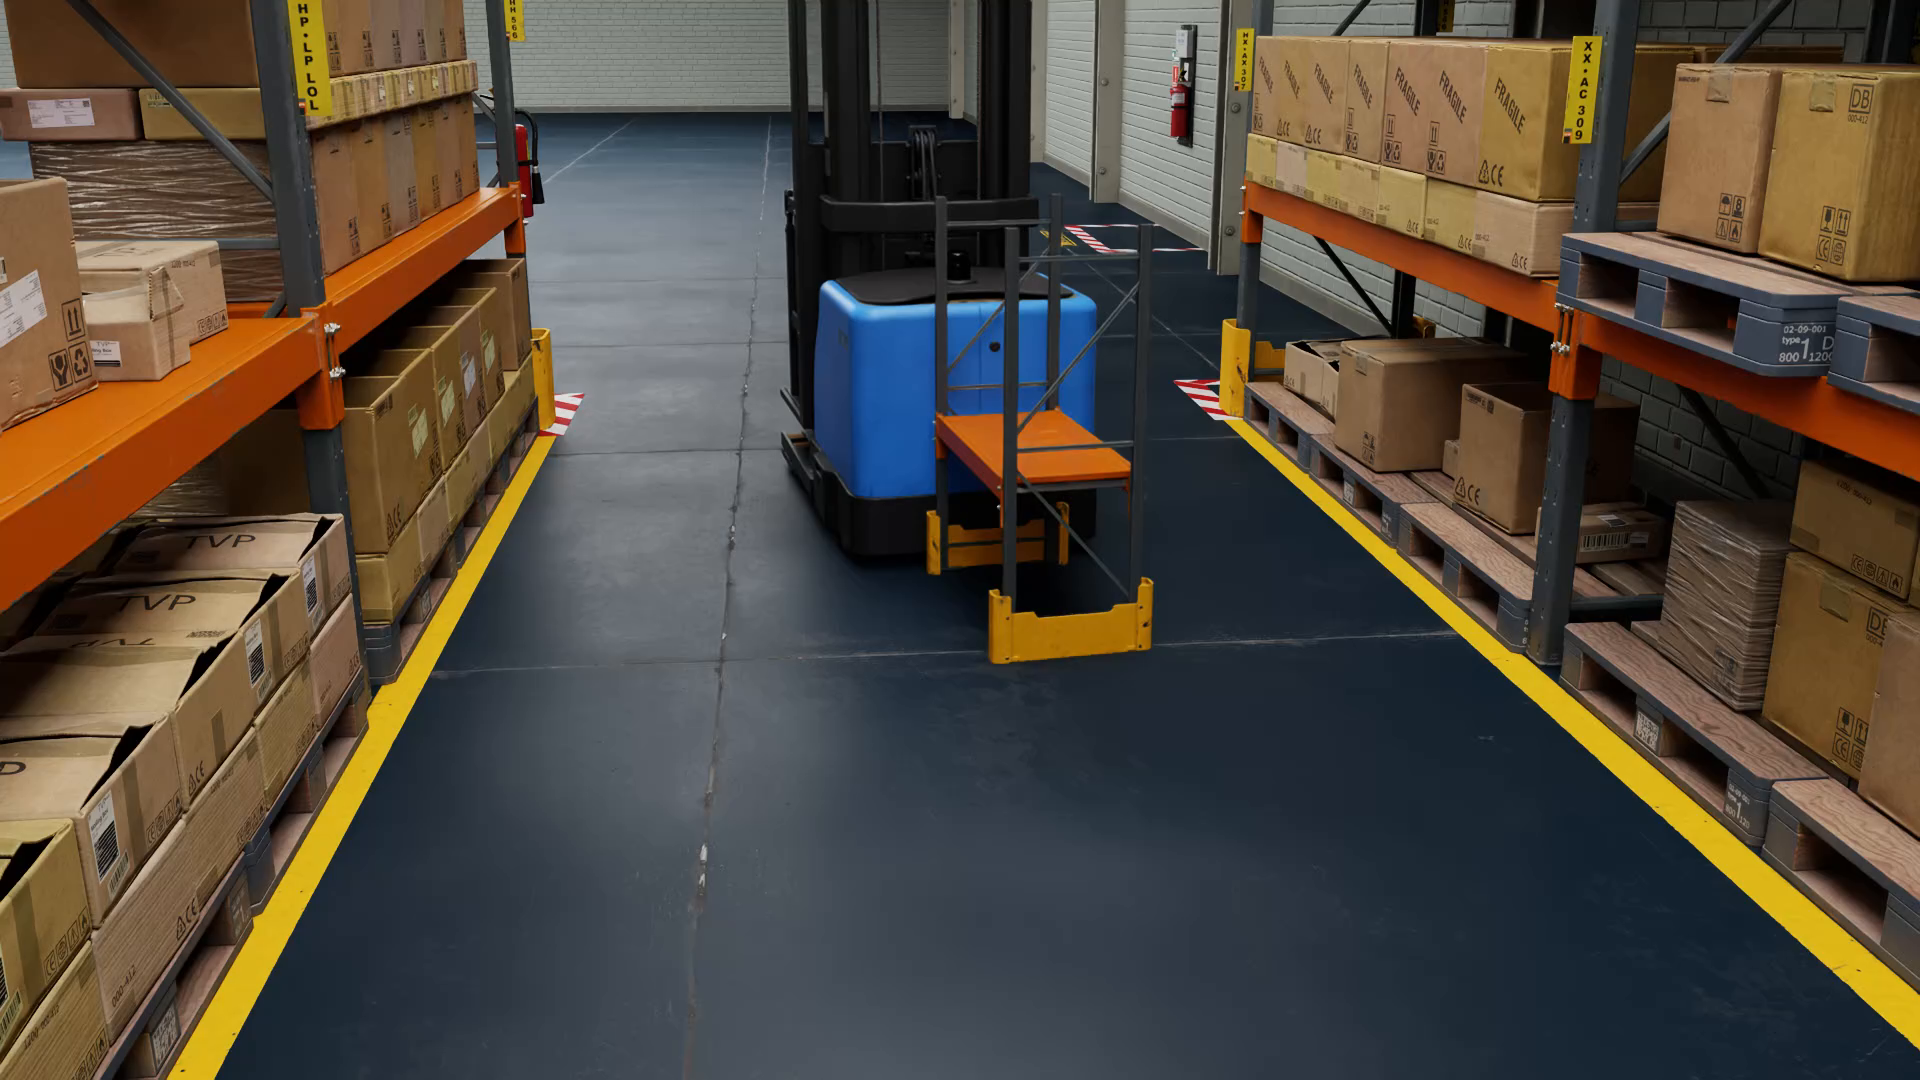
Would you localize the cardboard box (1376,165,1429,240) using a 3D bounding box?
[{"bbox_3d":[2.038,-1.388,6.807,0.500,0.250,0.500,-2,18,-6],"label":"cardboard box"}]

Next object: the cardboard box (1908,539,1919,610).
[{"bbox_3d":[2.697,0.110,4.007,0.500,0.250,0.500,-2,18,-7],"label":"cardboard box"}]

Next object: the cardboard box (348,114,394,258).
[{"bbox_3d":[-2.589,-1.352,6.309,0.700,0.500,0.500,-2,17,-5],"label":"cardboard box"}]

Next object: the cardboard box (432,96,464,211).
[{"bbox_3d":[-2.746,-1.809,7.766,0.700,0.500,0.500,-1,17,-4],"label":"cardboard box"}]

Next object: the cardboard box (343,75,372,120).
[{"bbox_3d":[-2.370,-1.613,6.058,0.380,0.149,0.250,-2,18,-7],"label":"cardboard box"}]

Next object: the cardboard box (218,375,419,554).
[{"bbox_3d":[-2.165,-0.260,5.635,0.500,0.500,0.500,-2,18,-6],"label":"cardboard box"}]

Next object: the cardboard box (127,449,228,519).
[{"bbox_3d":[-2.733,-0.393,6.058,0.500,0.500,0.500,-2,18,-6],"label":"cardboard box"}]

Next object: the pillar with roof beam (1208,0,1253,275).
[{"bbox_3d":[-1.882,-6.547,13.007,9.100,9.000,0.400,-2,18,-6],"label":"pillar with roof beam"}]

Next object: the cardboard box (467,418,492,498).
[{"bbox_3d":[-2.325,-0.349,7.170,0.500,0.250,0.500,-2,18,-6],"label":"cardboard box"}]

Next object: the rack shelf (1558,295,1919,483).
[{"bbox_3d":[2.705,-0.081,3.628,1.077,0.370,4.000,-2,18,-6],"label":"rack shelf"}]

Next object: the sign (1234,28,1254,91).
[{"bbox_3d":[1.546,-2.608,9.031,0.100,0.325,0.005,-2,18,-6],"label":"sign"}]

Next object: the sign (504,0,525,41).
[{"bbox_3d":[-2.300,-2.736,8.554,0.100,0.325,0.005,-2,18,-6],"label":"sign"}]

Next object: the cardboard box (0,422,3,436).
[{"bbox_3d":[-2.259,-0.378,3.207,0.500,0.500,0.500,-2,18,-6],"label":"cardboard box"}]

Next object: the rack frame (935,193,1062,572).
[{"bbox_3d":[0.149,-0.609,6.611,0.500,1.500,0.032,-4,18,-13],"label":"rack frame"}]

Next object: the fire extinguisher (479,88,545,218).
[{"bbox_3d":[-2.391,-2.070,8.893,0.296,0.674,0.183,-2,18,-6],"label":"fire extinguisher"}]

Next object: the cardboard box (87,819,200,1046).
[{"bbox_3d":[-1.942,0.815,3.462,0.500,0.250,0.500,-1,17,-5],"label":"cardboard box"}]

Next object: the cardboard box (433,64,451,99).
[{"bbox_3d":[-2.533,-2.078,7.537,0.380,0.149,0.250,-2,17,-5],"label":"cardboard box"}]

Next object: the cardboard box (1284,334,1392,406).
[{"bbox_3d":[2.068,-0.930,8.886,0.500,0.311,0.500,-4,18,-12],"label":"cardboard box"}]

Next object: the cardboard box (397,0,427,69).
[{"bbox_3d":[-2.687,-2.262,7.043,0.700,0.500,0.500,-2,18,-5],"label":"cardboard box"}]

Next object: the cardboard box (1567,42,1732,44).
[{"bbox_3d":[2.608,-1.616,6.283,0.500,0.500,0.500,-2,18,-6],"label":"cardboard box"}]

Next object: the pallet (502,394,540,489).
[{"bbox_3d":[-2.720,-0.501,8.419,1.003,0.211,1.213,-2,18,-6],"label":"pallet"}]

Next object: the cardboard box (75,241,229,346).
[{"bbox_3d":[-2.334,-0.649,4.487,0.500,0.250,0.500,-1,17,-2],"label":"cardboard box"}]

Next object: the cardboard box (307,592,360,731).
[{"bbox_3d":[-2.097,0.360,4.911,0.500,0.250,0.500,-2,18,-6],"label":"cardboard box"}]

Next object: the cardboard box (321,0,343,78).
[{"bbox_3d":[-2.534,-1.815,5.618,0.700,0.500,0.500,-2,18,-6],"label":"cardboard box"}]

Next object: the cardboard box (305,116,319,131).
[{"bbox_3d":[-2.289,-1.384,5.327,0.380,0.149,0.250,-2,17,-5],"label":"cardboard box"}]

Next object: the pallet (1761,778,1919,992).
[{"bbox_3d":[2.710,0.907,3.937,1.003,0.211,1.213,-2,18,-6],"label":"pallet"}]

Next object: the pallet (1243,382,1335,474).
[{"bbox_3d":[2.143,-0.616,8.785,1.003,0.211,1.213,-2,18,-6],"label":"pallet"}]

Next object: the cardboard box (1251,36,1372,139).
[{"bbox_3d":[1.836,-2.356,8.639,0.500,0.500,0.500,-2,18,-6],"label":"cardboard box"}]

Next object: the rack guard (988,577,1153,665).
[{"bbox_3d":[0.391,0.283,5.858,0.587,0.250,0.087,-4,18,-13],"label":"rack guard"}]

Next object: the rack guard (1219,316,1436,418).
[{"bbox_3d":[2.094,-0.996,9.516,1.175,0.500,0.348,-2,18,-6],"label":"rack guard"}]

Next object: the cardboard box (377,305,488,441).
[{"bbox_3d":[-2.321,-0.707,7.058,0.500,0.500,0.500,-2,18,-6],"label":"cardboard box"}]

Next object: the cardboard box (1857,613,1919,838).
[{"bbox_3d":[2.707,0.487,4.056,0.700,0.500,0.500,-2,17,-5],"label":"cardboard box"}]

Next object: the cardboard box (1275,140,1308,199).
[{"bbox_3d":[1.888,-1.840,8.248,0.500,0.250,0.500,-2,18,-7],"label":"cardboard box"}]

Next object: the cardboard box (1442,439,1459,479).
[{"bbox_3d":[2.354,-0.347,7.299,0.380,0.149,0.250,-3,18,-10],"label":"cardboard box"}]

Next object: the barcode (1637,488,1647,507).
[{"bbox_3d":[2.709,-0.166,6.605,0.001,0.075,0.075,-2,18,-6],"label":"barcode"}]

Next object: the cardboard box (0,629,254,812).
[{"bbox_3d":[-1.992,0.393,3.869,0.500,0.311,0.500,-2,18,-6],"label":"cardboard box"}]

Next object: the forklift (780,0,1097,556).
[{"bbox_3d":[-0.277,-1.737,7.815,1.130,2.935,3.031,-4,18,-13],"label":"forklift"}]

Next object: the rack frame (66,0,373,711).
[{"bbox_3d":[-2.428,-0.866,4.927,1.000,3.000,0.127,-2,18,-6],"label":"rack frame"}]

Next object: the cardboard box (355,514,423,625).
[{"bbox_3d":[-2.174,0.098,5.746,0.500,0.250,0.500,-2,18,-6],"label":"cardboard box"}]

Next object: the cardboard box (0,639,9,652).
[{"bbox_3d":[-2.532,0.412,3.809,0.500,0.311,0.500,-2,18,-7],"label":"cardboard box"}]

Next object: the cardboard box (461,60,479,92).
[{"bbox_3d":[-2.612,-2.307,8.267,0.380,0.149,0.250,-2,18,-7],"label":"cardboard box"}]

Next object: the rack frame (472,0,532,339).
[{"bbox_3d":[-2.841,-2.058,8.723,1.000,3.000,0.127,-2,18,-6],"label":"rack frame"}]

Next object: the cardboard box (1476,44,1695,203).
[{"bbox_3d":[2.142,-1.447,5.744,0.500,0.500,0.500,-2,18,-6],"label":"cardboard box"}]

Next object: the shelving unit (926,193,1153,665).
[{"bbox_3d":[0.272,-0.458,6.132,0.587,1.500,1.083,-4,18,-13],"label":"shelving unit"}]

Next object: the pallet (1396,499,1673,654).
[{"bbox_3d":[2.394,0.111,6.470,1.003,0.211,1.213,-2,18,-6],"label":"pallet"}]

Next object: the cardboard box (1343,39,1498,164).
[{"bbox_3d":[1.990,-1.901,7.189,0.500,0.500,0.500,-1,17,-4],"label":"cardboard box"}]

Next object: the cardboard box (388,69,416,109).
[{"bbox_3d":[-2.450,-1.845,6.795,0.380,0.149,0.250,-2,18,-6],"label":"cardboard box"}]

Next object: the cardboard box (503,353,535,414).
[{"bbox_3d":[-2.491,-0.795,8.592,0.500,0.250,0.500,-2,18,-6],"label":"cardboard box"}]
